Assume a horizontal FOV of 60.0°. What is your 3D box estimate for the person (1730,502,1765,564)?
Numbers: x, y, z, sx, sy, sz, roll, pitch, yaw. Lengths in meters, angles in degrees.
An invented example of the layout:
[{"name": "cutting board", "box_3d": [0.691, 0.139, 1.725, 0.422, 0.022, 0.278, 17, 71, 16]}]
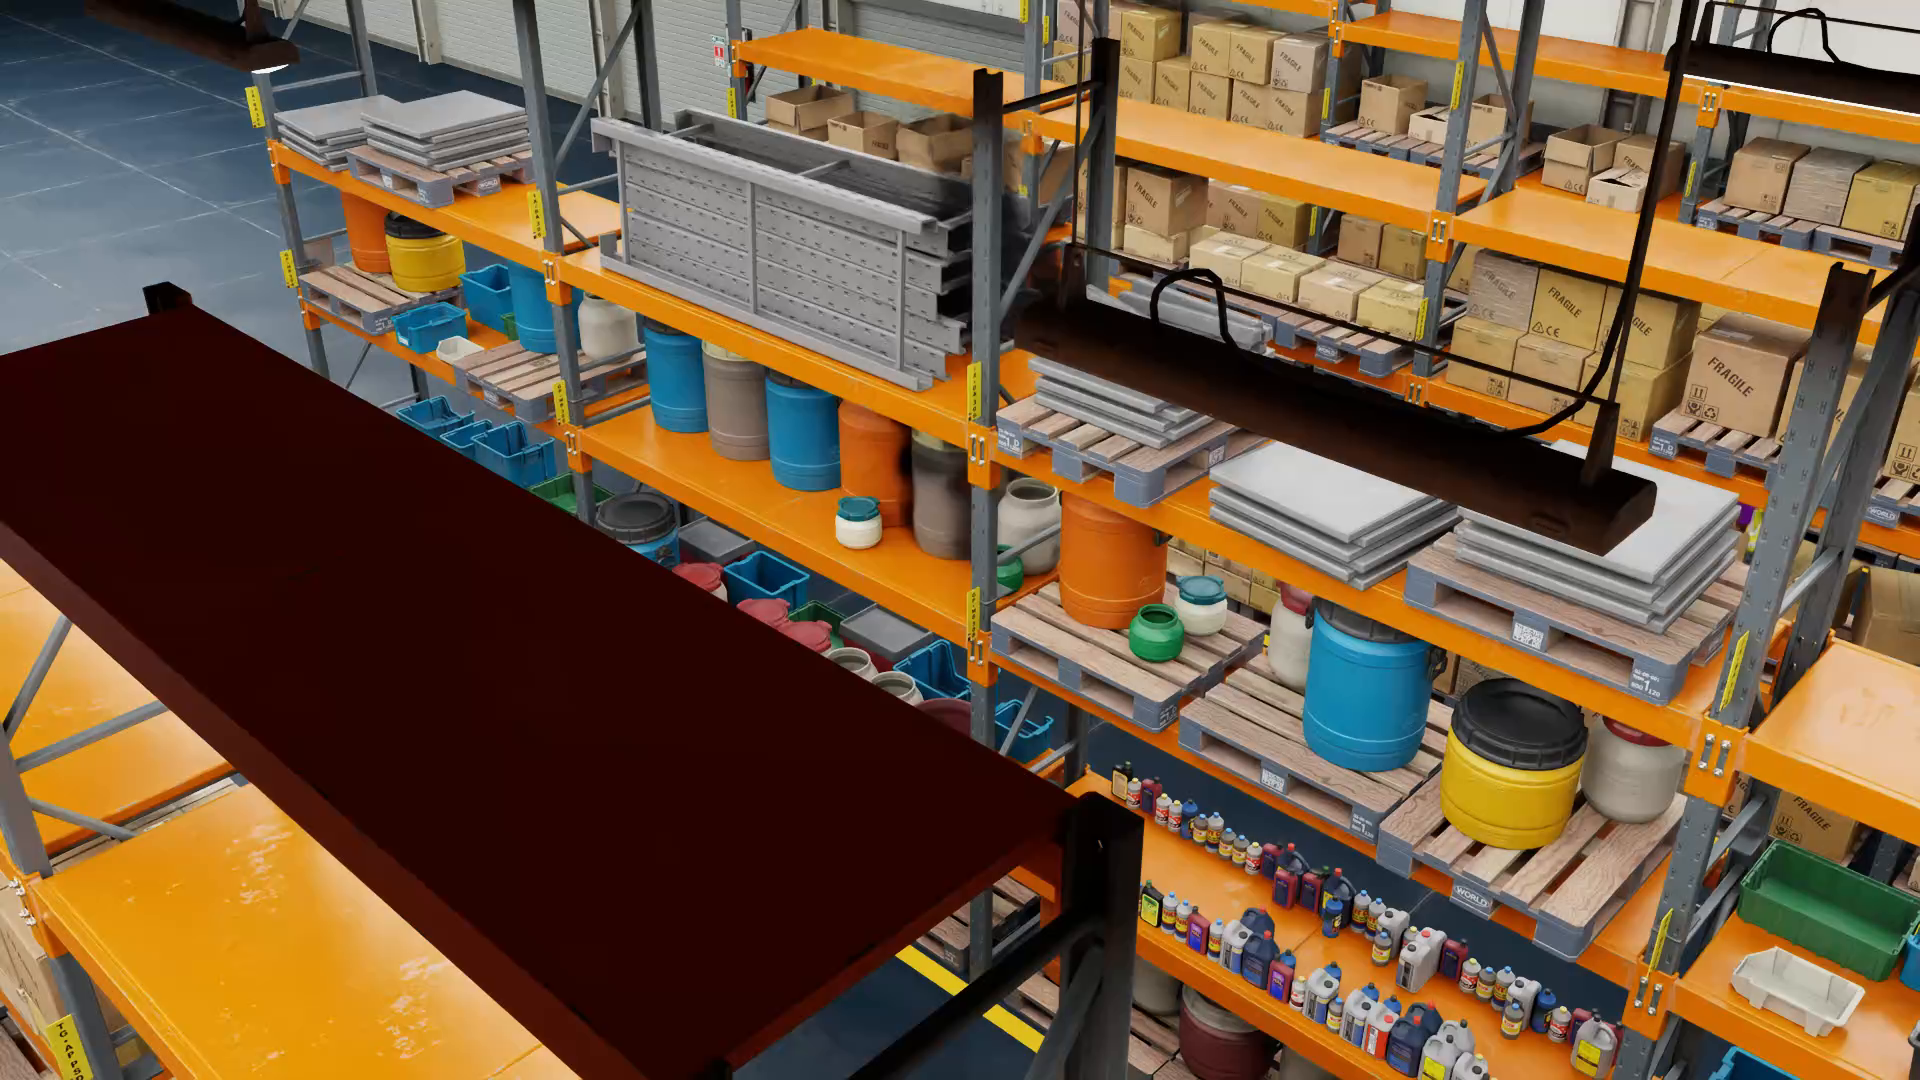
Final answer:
[{"name": "person", "box_3d": [6.816, 0.040, 14.408, 0.911, 1.750, 0.679, 20, 35, 31]}]
